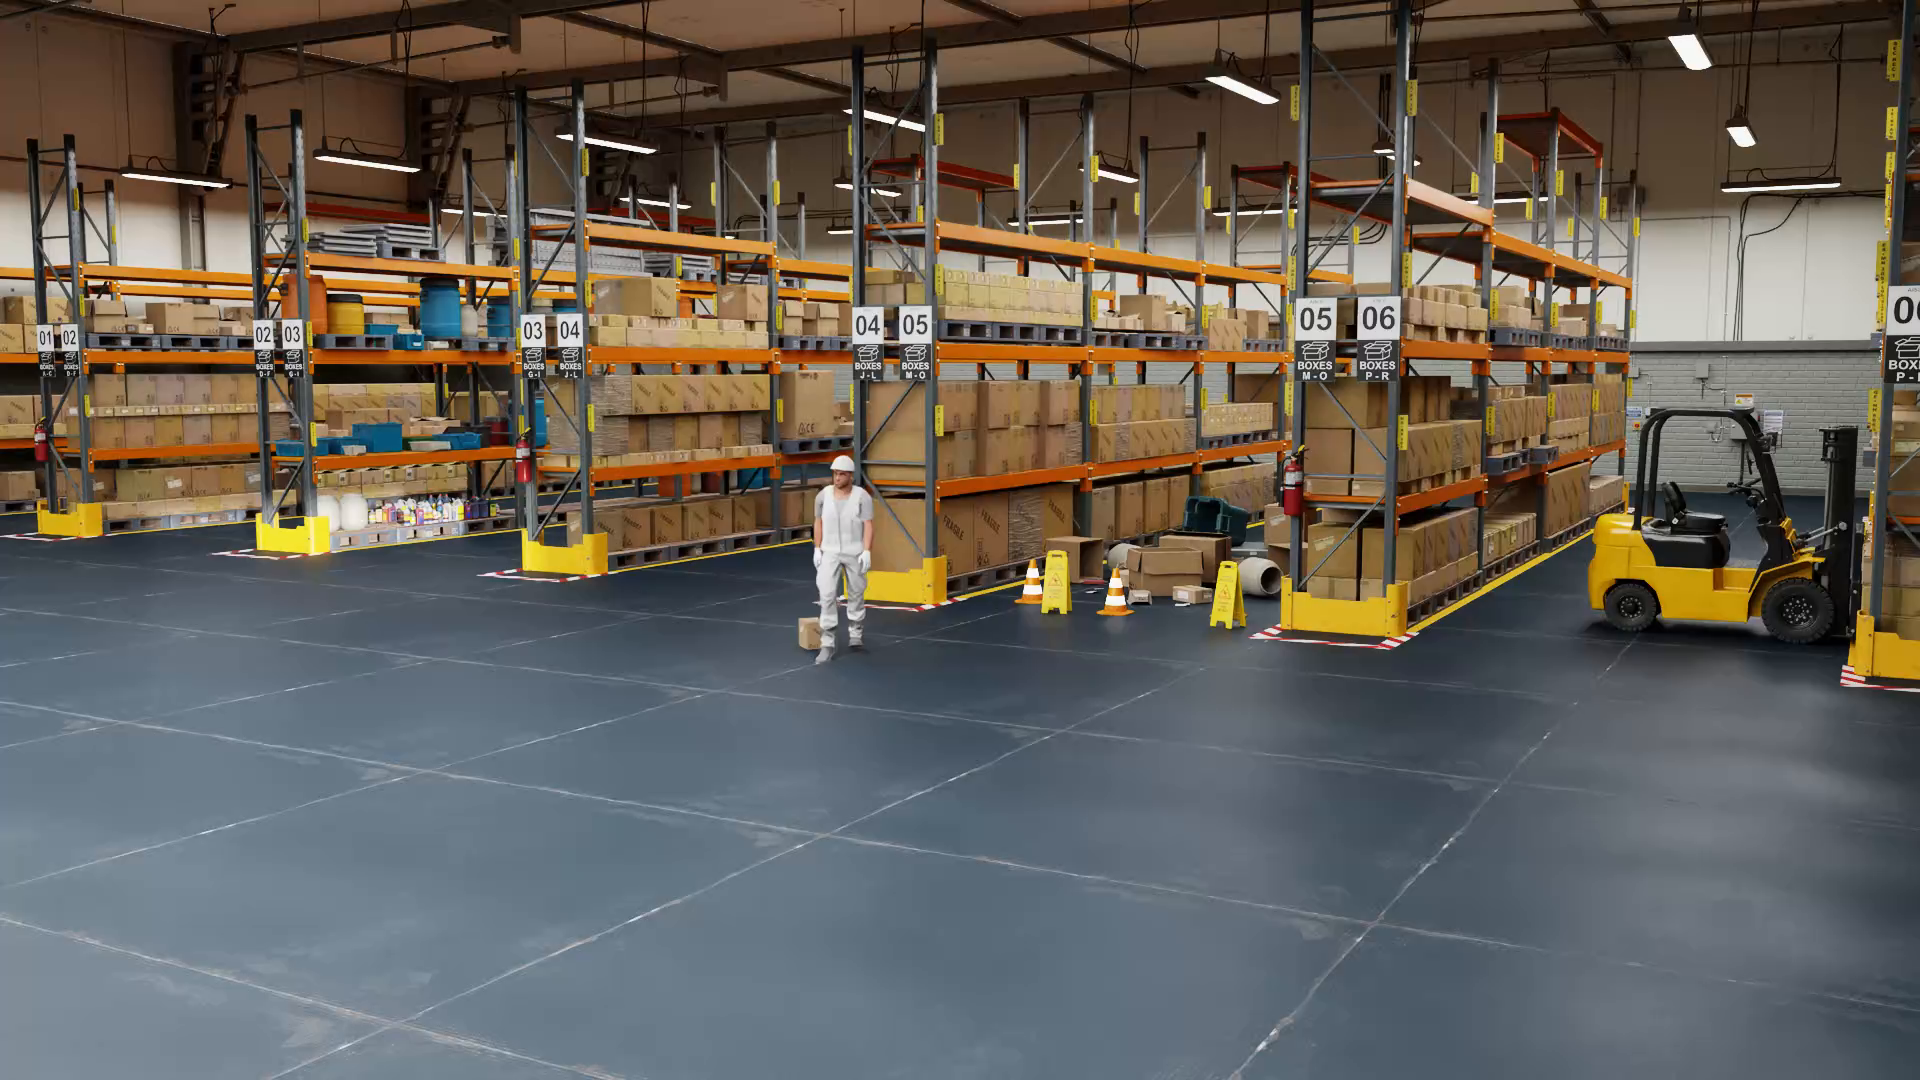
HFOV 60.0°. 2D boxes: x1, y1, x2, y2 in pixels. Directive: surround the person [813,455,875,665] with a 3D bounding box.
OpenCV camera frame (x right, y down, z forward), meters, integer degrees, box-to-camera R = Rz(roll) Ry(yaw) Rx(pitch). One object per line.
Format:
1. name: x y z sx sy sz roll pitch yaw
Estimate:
1. person: -1.026 0.148 14.575 0.568 1.788 0.895 0 6 5
